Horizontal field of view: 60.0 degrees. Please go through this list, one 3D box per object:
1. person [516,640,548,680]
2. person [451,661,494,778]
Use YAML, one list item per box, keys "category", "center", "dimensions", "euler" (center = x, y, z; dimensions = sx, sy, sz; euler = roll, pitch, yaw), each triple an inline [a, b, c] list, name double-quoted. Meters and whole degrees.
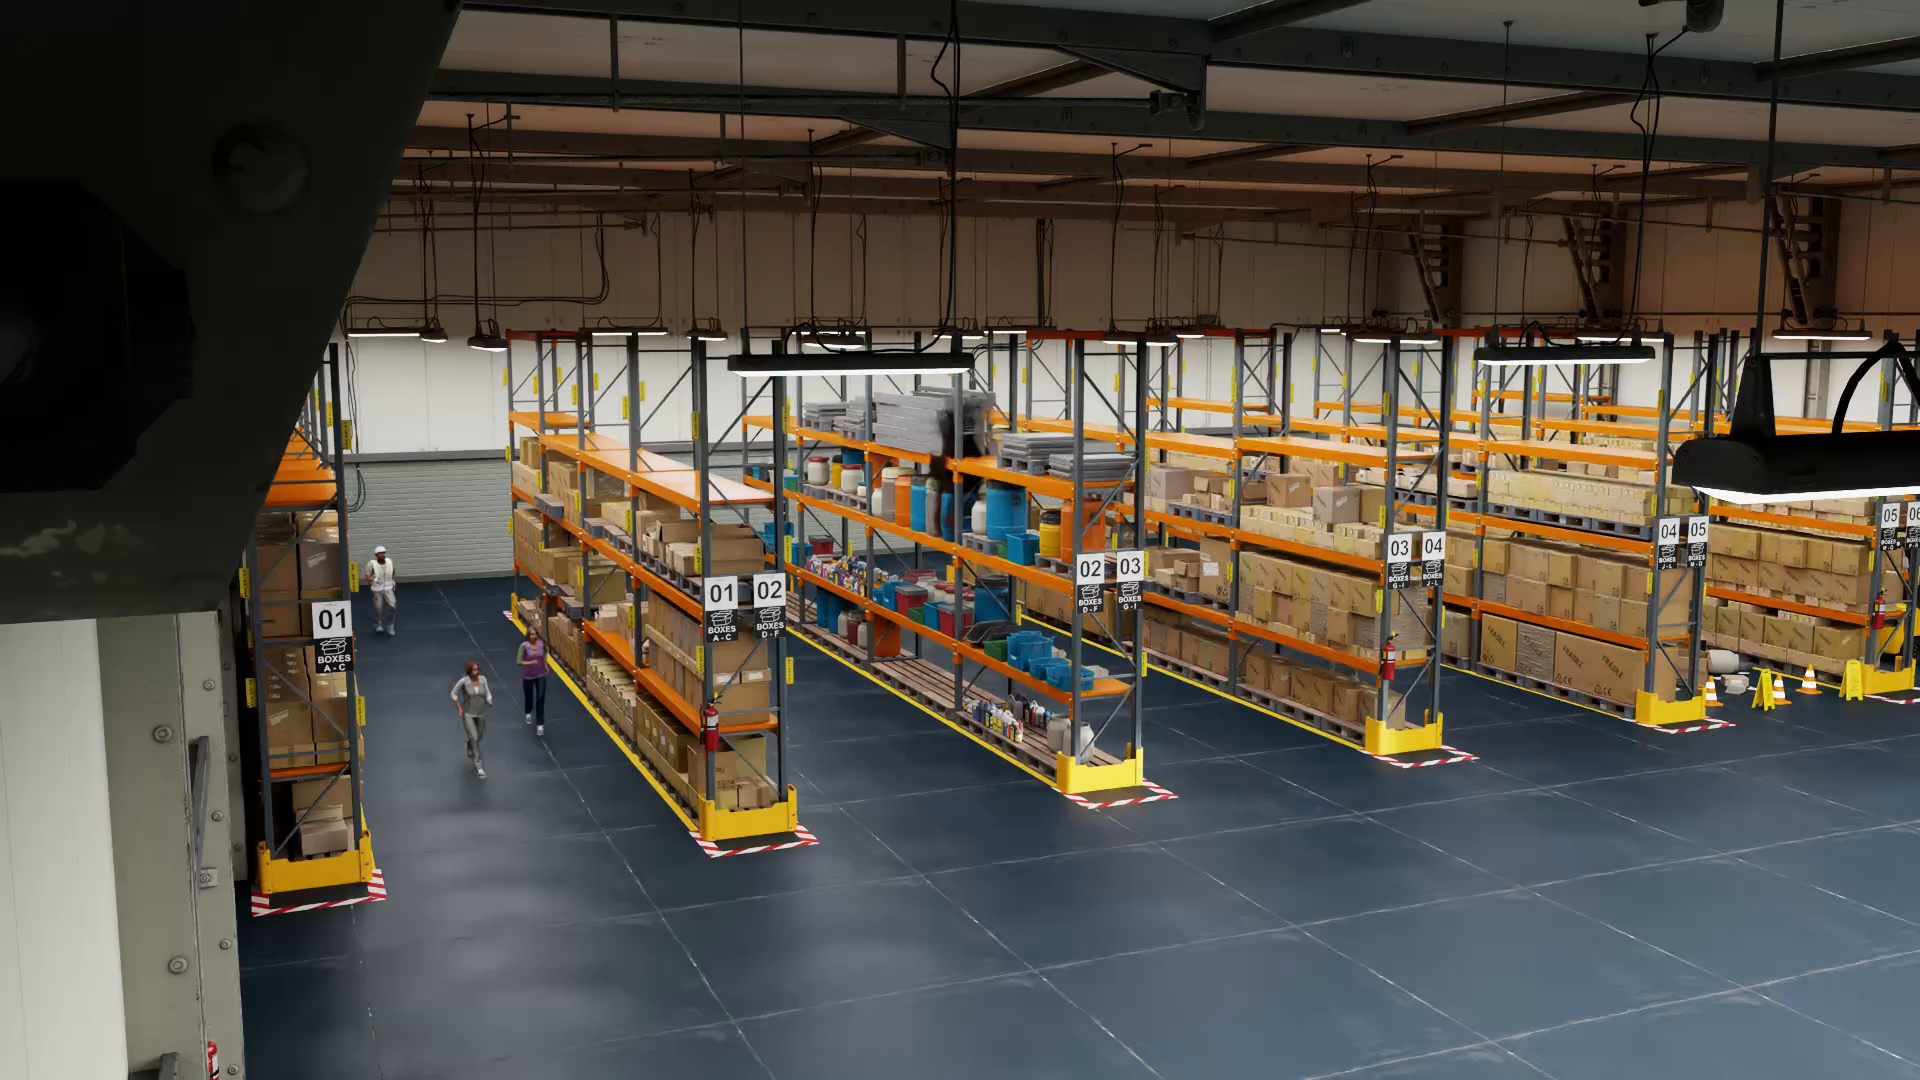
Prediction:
- category: "person"
  center: [-6.483, 1.798, 25.204]
  dimensions: [0.508, 0.579, 0.429]
  euler: [-3, 8, -22]
- category: "person"
  center: [-6.766, 2.435, 23.030]
  dimensions: [0.519, 1.598, 0.840]
  euler: [-6, 10, -36]
